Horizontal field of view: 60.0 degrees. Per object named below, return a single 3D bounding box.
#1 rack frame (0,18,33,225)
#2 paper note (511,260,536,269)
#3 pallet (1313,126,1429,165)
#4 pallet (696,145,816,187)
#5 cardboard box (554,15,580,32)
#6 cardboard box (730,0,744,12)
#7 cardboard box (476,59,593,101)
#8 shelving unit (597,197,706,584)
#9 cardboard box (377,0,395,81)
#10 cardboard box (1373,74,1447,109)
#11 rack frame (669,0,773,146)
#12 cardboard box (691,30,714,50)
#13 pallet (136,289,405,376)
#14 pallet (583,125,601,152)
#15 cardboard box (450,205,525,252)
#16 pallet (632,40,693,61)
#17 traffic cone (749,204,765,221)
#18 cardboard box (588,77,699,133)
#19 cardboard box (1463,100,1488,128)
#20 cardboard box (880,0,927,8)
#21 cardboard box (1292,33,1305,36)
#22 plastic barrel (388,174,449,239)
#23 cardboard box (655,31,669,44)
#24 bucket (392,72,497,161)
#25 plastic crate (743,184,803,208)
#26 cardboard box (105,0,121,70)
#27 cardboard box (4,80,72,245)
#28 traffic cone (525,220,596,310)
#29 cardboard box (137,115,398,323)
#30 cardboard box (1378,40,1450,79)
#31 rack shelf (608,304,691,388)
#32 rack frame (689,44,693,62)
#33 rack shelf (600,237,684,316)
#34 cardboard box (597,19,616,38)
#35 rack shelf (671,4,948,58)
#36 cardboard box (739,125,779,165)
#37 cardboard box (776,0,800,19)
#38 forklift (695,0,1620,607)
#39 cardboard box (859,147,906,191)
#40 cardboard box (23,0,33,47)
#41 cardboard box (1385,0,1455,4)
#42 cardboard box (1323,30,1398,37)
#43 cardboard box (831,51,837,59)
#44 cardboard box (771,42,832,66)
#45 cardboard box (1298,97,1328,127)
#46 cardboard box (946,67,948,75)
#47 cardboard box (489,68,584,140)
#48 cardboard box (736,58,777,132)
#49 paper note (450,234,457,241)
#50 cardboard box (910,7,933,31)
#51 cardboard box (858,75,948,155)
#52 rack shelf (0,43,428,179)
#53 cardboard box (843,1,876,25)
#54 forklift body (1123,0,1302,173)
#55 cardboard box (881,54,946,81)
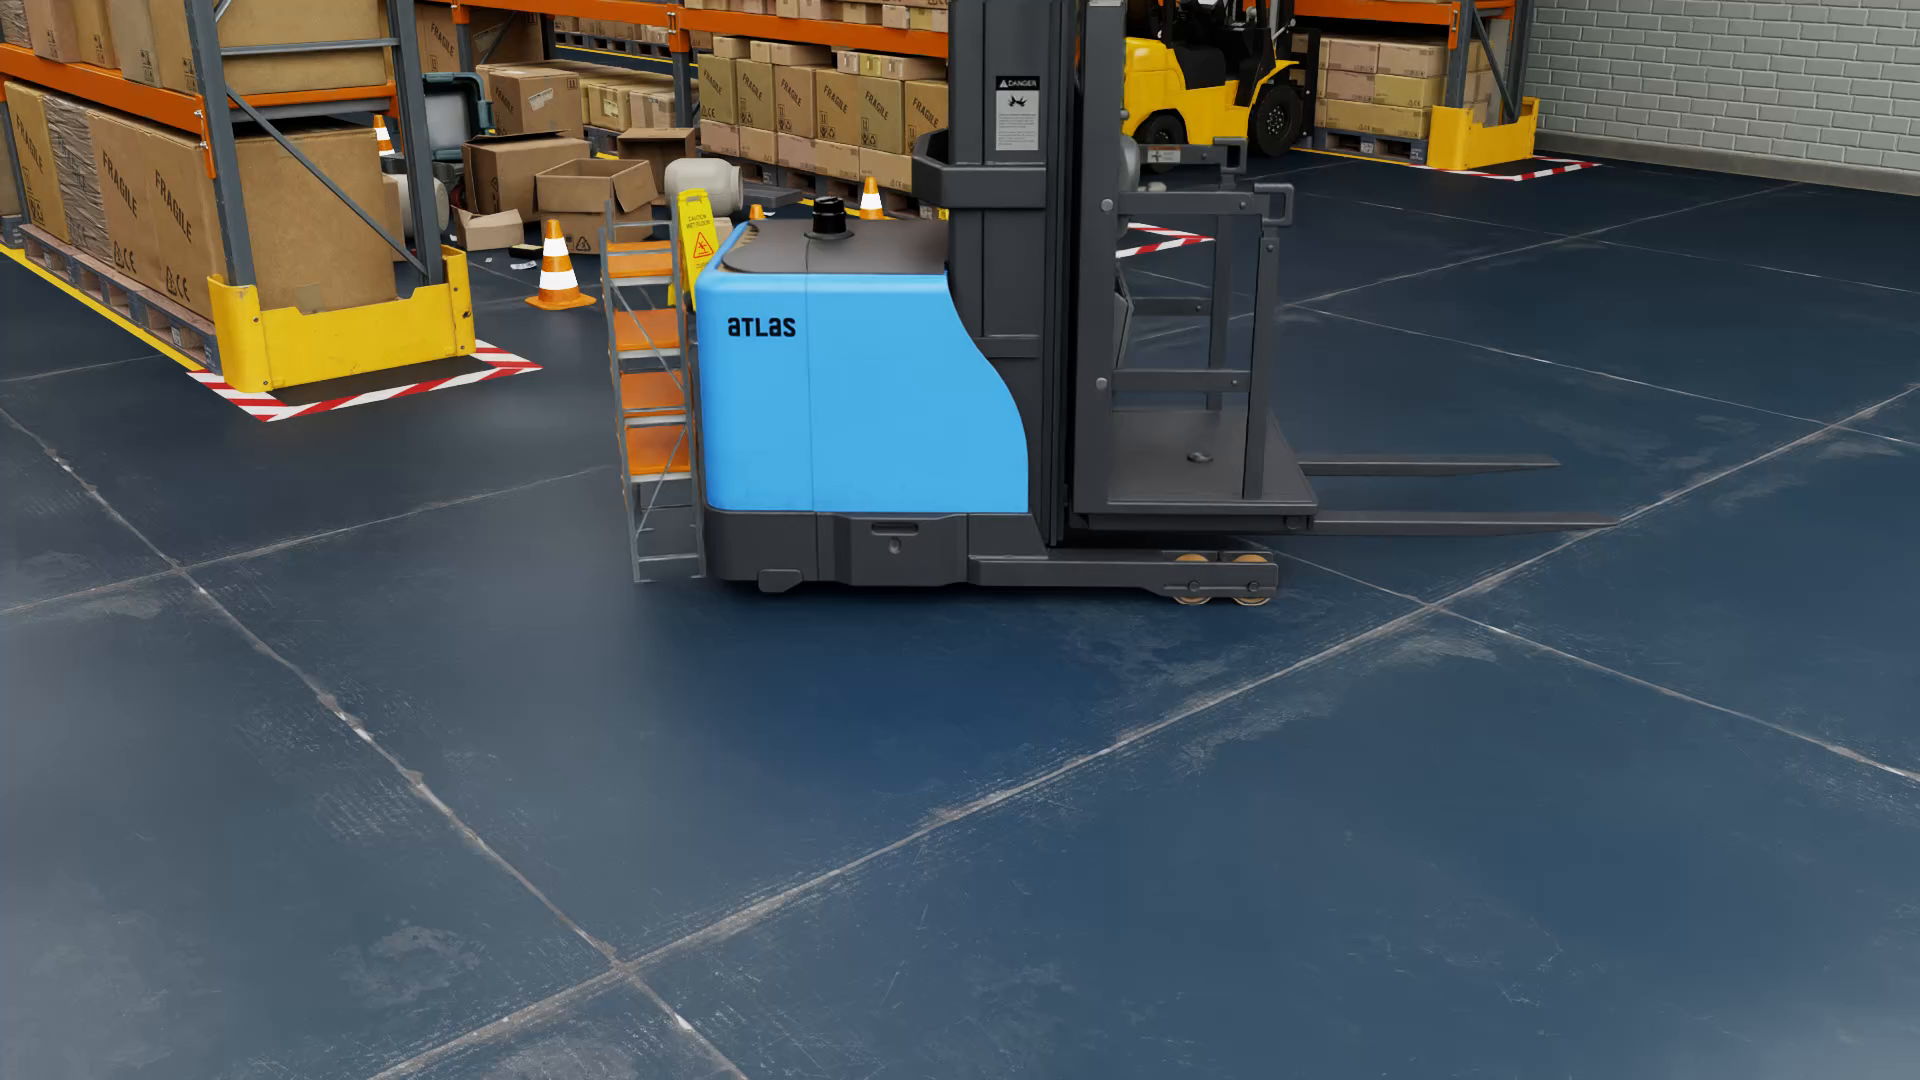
[{"bbox_3d":[-5.604,-3.366,10.466,1.000,3.000,0.127,-17,27,-37],"label":"rack frame"},{"bbox_3d":[-2.703,-1.704,10.295,0.144,0.017,0.142,-8,23,-19],"label":"paper note"},{"bbox_3d":[3.918,-3.553,14.766,1.003,0.211,1.213,-17,27,-37],"label":"pallet"},{"bbox_3d":[-1.455,-3.097,13.602,1.003,0.211,1.213,-17,27,-37],"label":"pallet"},{"bbox_3d":[-5.667,-7.912,24.920,0.797,0.503,0.637,-19,28,-39],"label":"cardboard box"},{"bbox_3d":[-1.556,-4.169,12.859,0.380,0.149,0.250,-18,27,-38],"label":"cardboard box"},{"bbox_3d":[-4.169,-4.491,16.365,0.950,0.372,0.625,-20,29,-41],"label":"cardboard box"},{"bbox_3d":[-1.032,-0.510,5.632,0.258,1.200,0.503,-5,22,-8],"label":"shelving unit"},{"bbox_3d":[-6.081,-5.589,18.479,0.875,0.875,0.875,-16,27,-36],"label":"cardboard box"},{"bbox_3d":[3.895,-3.858,14.231,0.500,0.250,0.500,-18,28,-38],"label":"cardboard box"},{"bbox_3d":[-1.920,-4.573,13.546,1.000,3.000,0.127,-17,27,-37],"label":"rack frame"},{"bbox_3d":[-3.238,-6.810,22.110,0.500,0.500,0.500,-16,26,-35],"label":"cardboard box"},{"bbox_3d":[-3.574,-1.165,8.669,1.003,0.211,1.213,-17,27,-37],"label":"pallet"},{"bbox_3d":[-3.230,-3.826,15.464,1.003,0.211,1.213,-17,27,-37],"label":"pallet"},{"bbox_3d":[-3.086,-2.057,10.871,0.396,0.266,0.258,-12,25,-28],"label":"cardboard box"},{"bbox_3d":[-3.831,-6.857,23.202,1.003,0.211,1.213,-17,27,-37],"label":"pallet"},{"bbox_3d":[-1.186,-1.740,9.792,0.336,0.463,0.334,-17,27,-37],"label":"traffic cone"},{"bbox_3d":[-2.736,-3.887,14.822,0.950,0.372,0.625,-15,26,-34],"label":"cardboard box"},{"bbox_3d":[4.277,-3.748,14.634,0.500,0.250,0.500,-17,27,-37],"label":"cardboard box"},{"bbox_3d":[-0.195,-3.876,11.223,0.500,0.500,0.500,-17,27,-37],"label":"cardboard box"},{"bbox_3d":[2.913,-4.502,15.190,0.500,0.250,0.500,-18,28,-38],"label":"cardboard box"},{"bbox_3d":[-3.701,-2.219,11.068,0.512,0.421,0.421,0,21,-1],"label":"plastic barrel"},{"bbox_3d":[-3.970,-6.918,22.866,0.380,0.149,0.250,-18,28,-39],"label":"cardboard box"},{"bbox_3d":[-3.768,-3.061,12.091,0.726,0.611,0.620,-8,13,-19],"label":"bucket"},{"bbox_3d":[-1.516,-2.584,12.472,0.583,0.080,0.402,12,24,27],"label":"plastic crate"},{"bbox_3d":[-3.915,-2.754,8.697,0.875,0.550,0.550,-17,27,-37],"label":"cardboard box"},{"bbox_3d":[-5.246,-2.382,10.291,0.875,0.875,0.875,-17,27,-37],"label":"cardboard box"},{"bbox_3d":[-2.264,-1.565,9.345,0.336,0.463,0.334,-17,27,-37],"label":"traffic cone"},{"bbox_3d":[-3.485,-1.639,8.393,0.875,0.875,0.875,-17,27,-37],"label":"cardboard box"},{"bbox_3d":[3.912,-4.084,14.121,0.500,0.250,0.500,-16,27,-36],"label":"cardboard box"},{"bbox_3d":[-1.035,-0.656,5.575,0.258,0.148,0.480,-5,22,-8],"label":"rack shelf"},{"bbox_3d":[-3.384,-7.966,22.208,1.000,3.000,0.127,-17,27,-37],"label":"rack frame"},{"bbox_3d":[-1.041,-0.875,5.488,0.258,0.148,0.480,-5,22,-8],"label":"rack shelf"},{"bbox_3d":[-4.869,-7.496,23.860,0.500,0.500,0.500,-17,27,-36],"label":"cardboard box"},{"bbox_3d":[-0.614,-3.685,12.266,1.077,0.370,4.000,-17,27,-37],"label":"rack shelf"},{"bbox_3d":[-1.382,-3.116,13.021,0.500,0.250,0.500,-16,26,-34],"label":"cardboard box"},{"bbox_3d":[-1.129,-3.937,12.266,0.380,0.149,0.250,-17,27,-37],"label":"cardboard box"},{"bbox_3d":[0.681,-1.344,5.398,3.031,2.935,1.130,0,21,1],"label":"forklift"},{"bbox_3d":[-0.372,-2.687,11.926,0.500,0.250,0.500,-17,27,-37],"label":"cardboard box"},{"bbox_3d":[-4.978,-3.191,9.811,0.875,0.550,0.550,-17,27,-37],"label":"cardboard box"},{"bbox_3d":[3.929,-4.770,13.913,0.500,0.500,0.500,-18,28,-39],"label":"cardboard box"},{"bbox_3d":[3.632,-4.487,15.150,0.500,0.250,0.500,-18,27,-38],"label":"cardboard box"},{"bbox_3d":[-0.997,-3.597,13.222,0.500,0.500,0.500,-17,27,-36],"label":"cardboard box"},{"bbox_3d":[-1.188,-3.648,12.461,0.380,0.149,0.250,-16,26,-34],"label":"cardboard box"},{"bbox_3d":[3.266,-3.900,15.023,0.500,0.250,0.500,-17,27,-37],"label":"cardboard box"},{"bbox_3d":[0.014,-3.170,12.132,0.500,0.500,0.500,-19,28,-39],"label":"cardboard box"},{"bbox_3d":[-3.249,-3.329,12.760,0.500,0.500,0.500,-17,27,-37],"label":"cardboard box"},{"bbox_3d":[-1.381,-3.465,12.883,0.500,0.500,0.500,-16,27,-35],"label":"cardboard box"},{"bbox_3d":[-3.331,-2.041,11.163,0.172,0.023,0.155,-8,23,-19],"label":"paper note"},{"bbox_3d":[-0.115,-3.522,11.209,0.380,0.149,0.250,-18,28,-38],"label":"cardboard box"},{"bbox_3d":[-0.372,-3.035,11.785,0.500,0.500,0.500,-16,27,-36],"label":"cardboard box"},{"bbox_3d":[-4.298,-2.479,9.186,1.077,0.370,4.000,-17,27,-37],"label":"rack shelf"},{"bbox_3d":[-0.603,-3.740,11.763,0.380,0.149,0.250,-18,28,-38],"label":"cardboard box"},{"bbox_3d":[1.829,-4.345,14.127,2.313,2.155,1.214,-17,27,-37],"label":"forklift body"},{"bbox_3d":[-0.320,-3.279,11.519,0.380,0.149,0.250,-16,27,-36],"label":"cardboard box"}]
